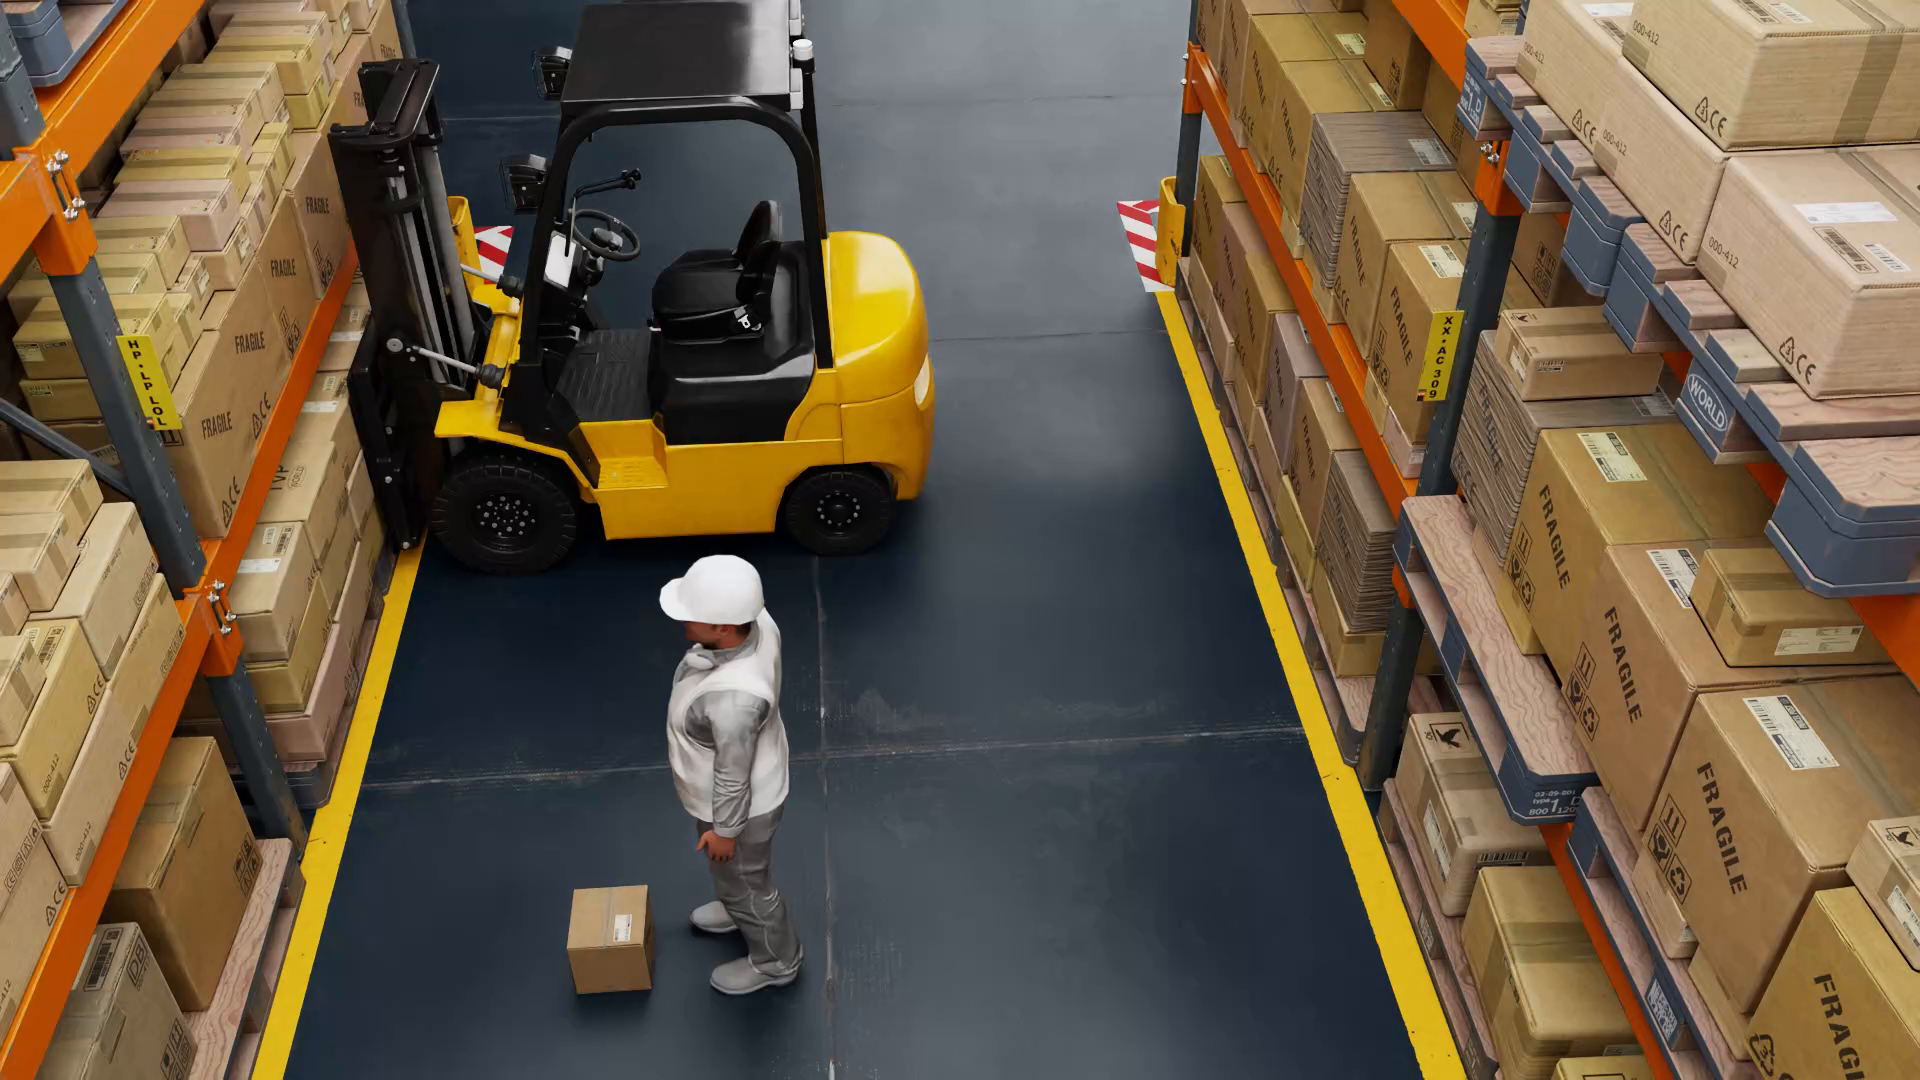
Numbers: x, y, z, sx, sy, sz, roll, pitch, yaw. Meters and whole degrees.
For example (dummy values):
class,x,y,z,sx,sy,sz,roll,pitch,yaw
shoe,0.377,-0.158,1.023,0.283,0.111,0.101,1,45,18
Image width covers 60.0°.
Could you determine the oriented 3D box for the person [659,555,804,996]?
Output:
class,x,y,z,sx,sy,sz,roll,pitch,yaw
person,-0.735,0.752,5.204,0.406,1.771,0.533,-2,39,-3
